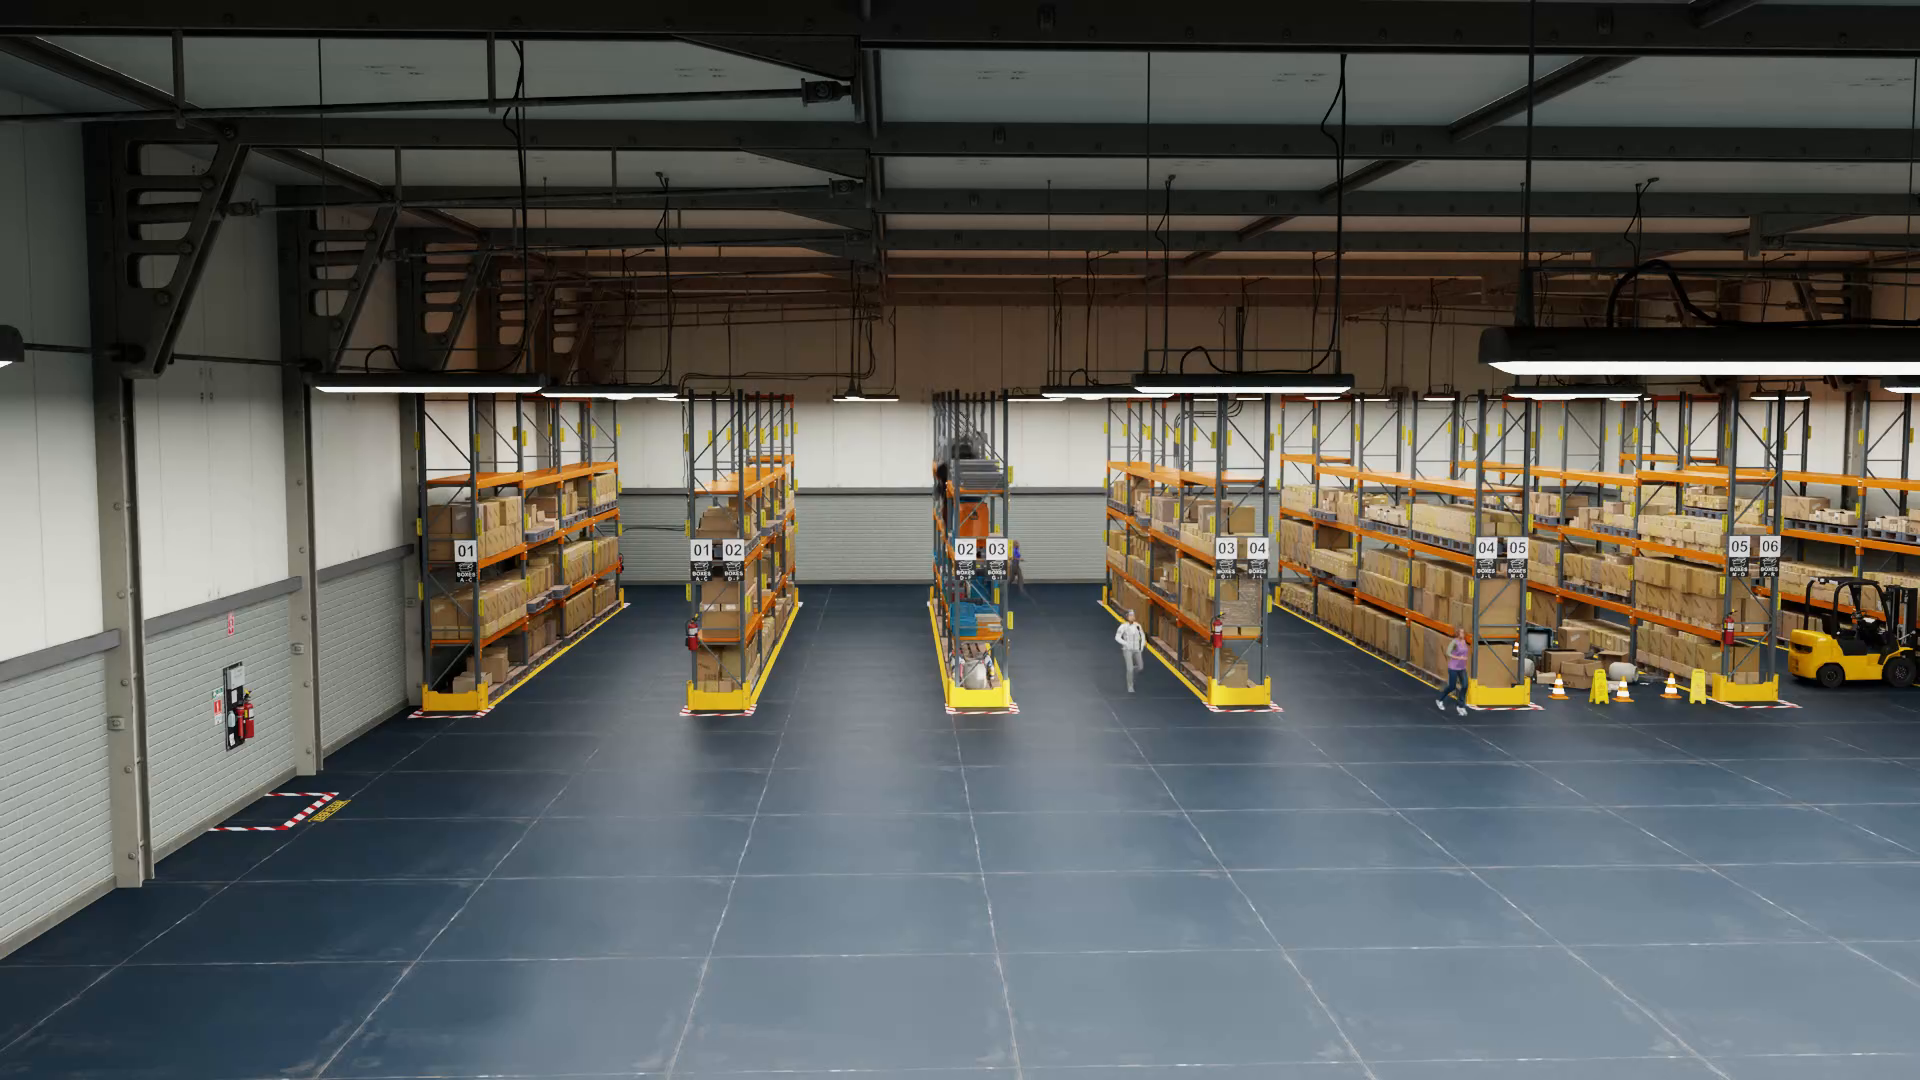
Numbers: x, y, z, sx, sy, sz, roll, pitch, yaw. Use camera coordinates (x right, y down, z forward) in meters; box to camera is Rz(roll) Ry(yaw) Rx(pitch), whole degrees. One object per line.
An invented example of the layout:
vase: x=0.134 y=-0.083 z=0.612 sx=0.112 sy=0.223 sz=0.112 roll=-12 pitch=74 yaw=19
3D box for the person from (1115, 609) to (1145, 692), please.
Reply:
person: x=3.426 y=2.196 z=33.177 sx=0.674 sy=1.660 sz=0.519 roll=-2 pitch=5 yaw=-18

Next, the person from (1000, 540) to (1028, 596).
person: x=1.616 y=0.880 z=49.880 sx=0.844 sy=1.590 sz=0.568 roll=1 pitch=5 yaw=14

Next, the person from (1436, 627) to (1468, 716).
person: x=9.180 y=2.421 z=30.852 sx=0.570 sy=1.638 sz=0.711 roll=-3 pitch=6 yaw=-34
